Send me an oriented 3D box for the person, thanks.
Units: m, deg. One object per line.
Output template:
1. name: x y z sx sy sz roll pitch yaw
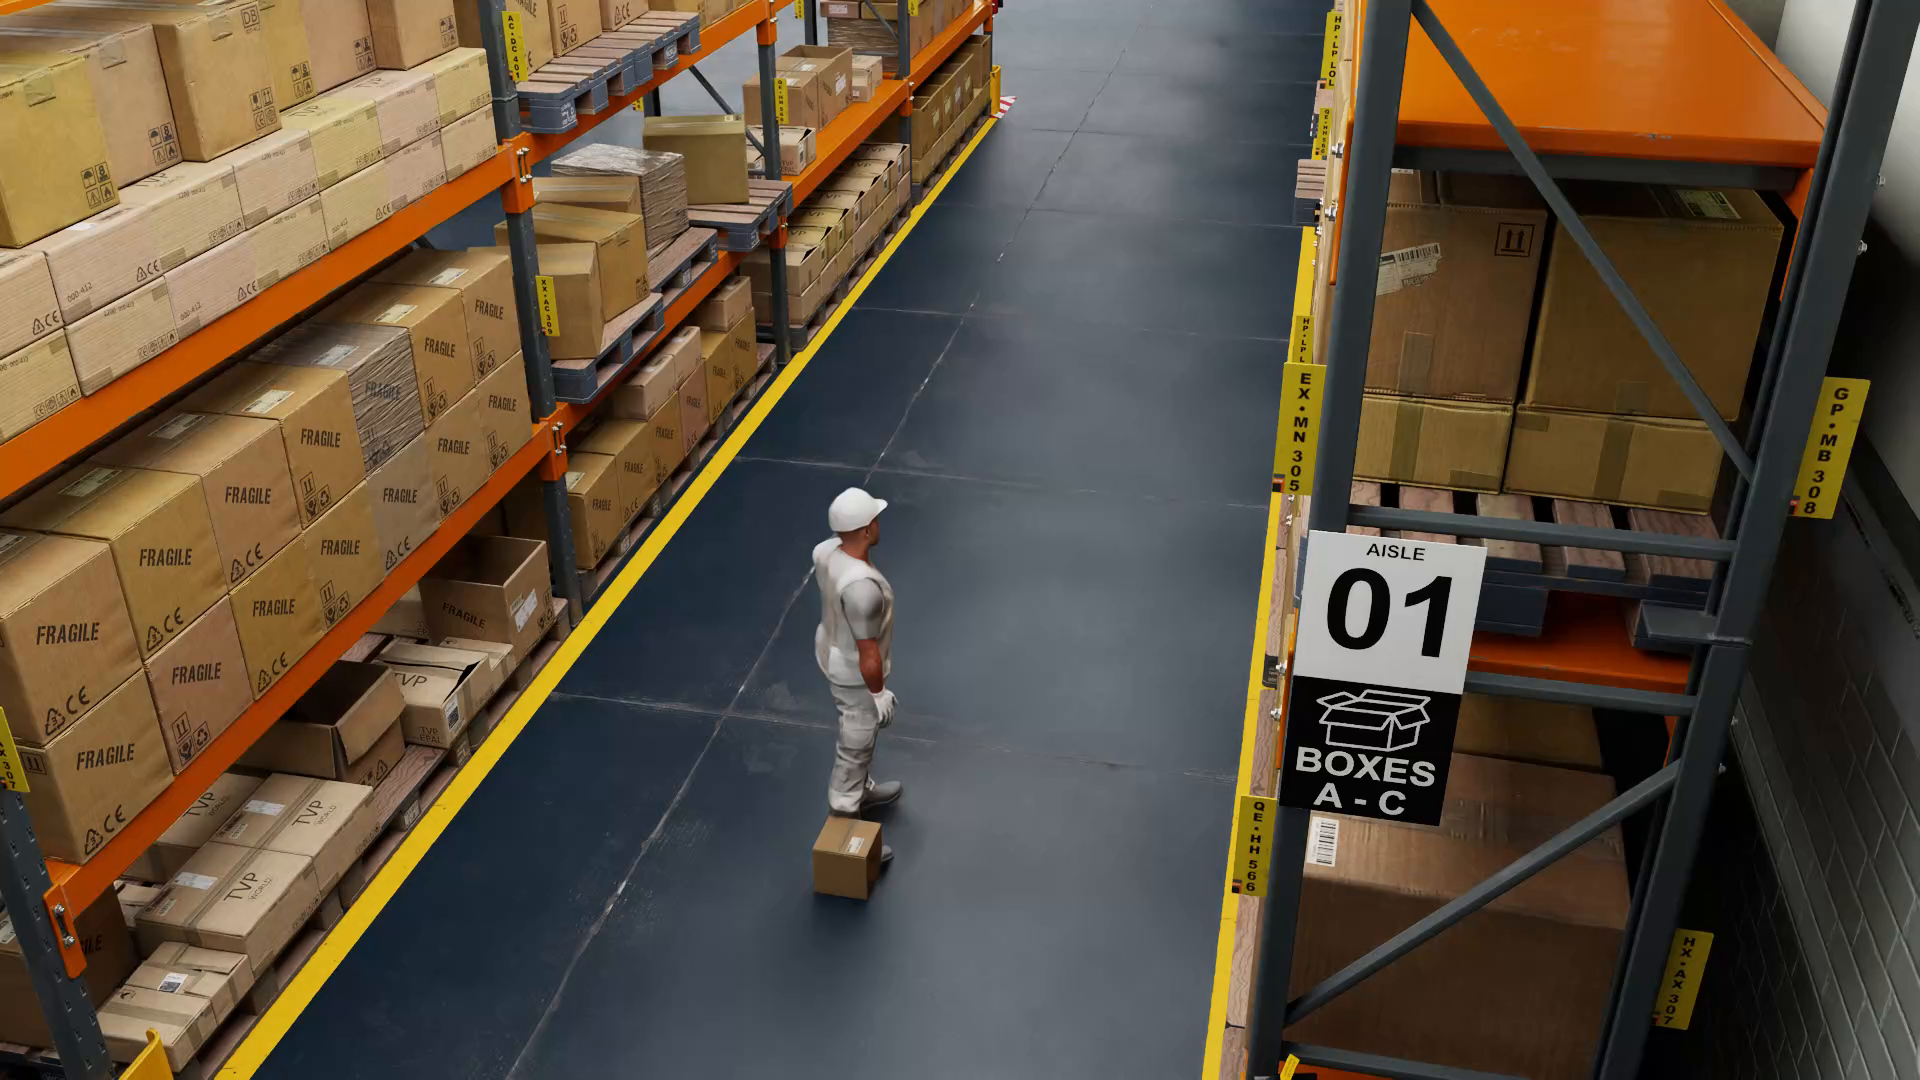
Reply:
1. person: -0.436 0.569 7.486 0.449 1.791 0.613 -9 30 -17
